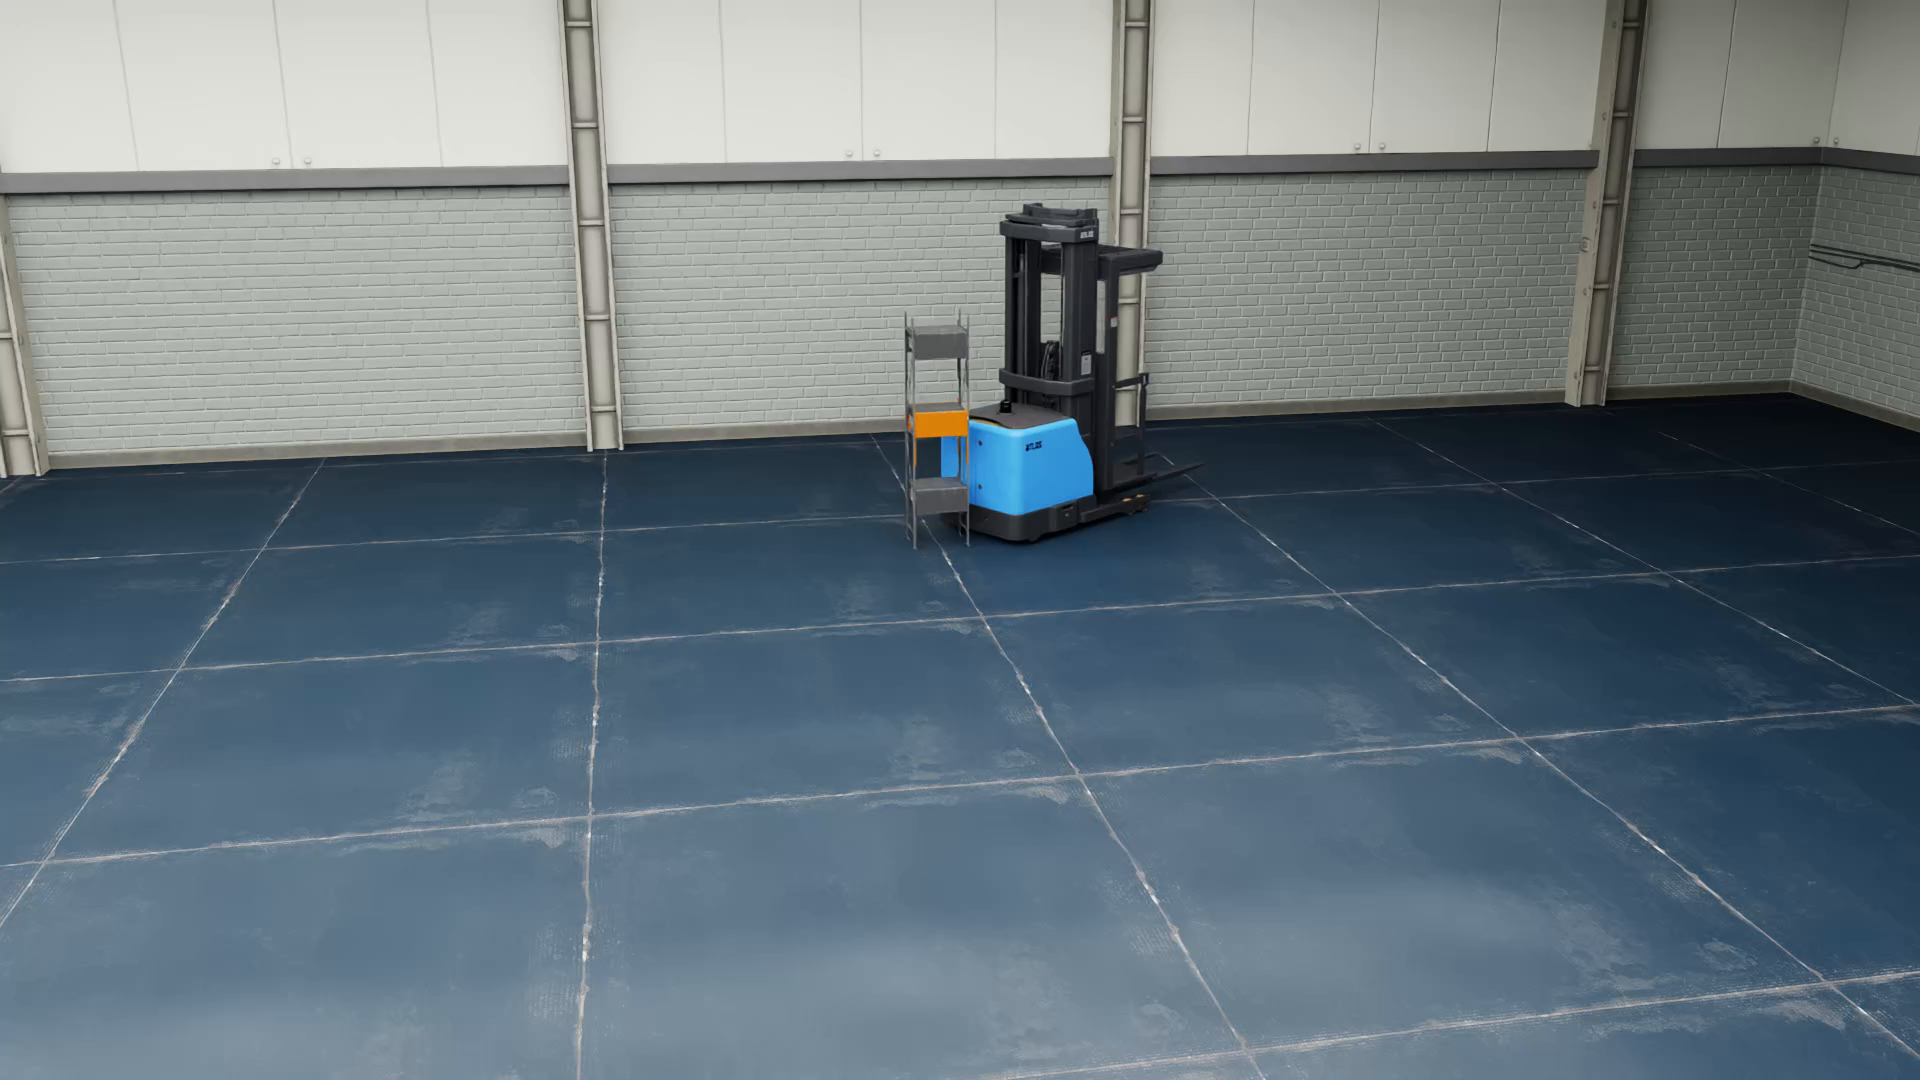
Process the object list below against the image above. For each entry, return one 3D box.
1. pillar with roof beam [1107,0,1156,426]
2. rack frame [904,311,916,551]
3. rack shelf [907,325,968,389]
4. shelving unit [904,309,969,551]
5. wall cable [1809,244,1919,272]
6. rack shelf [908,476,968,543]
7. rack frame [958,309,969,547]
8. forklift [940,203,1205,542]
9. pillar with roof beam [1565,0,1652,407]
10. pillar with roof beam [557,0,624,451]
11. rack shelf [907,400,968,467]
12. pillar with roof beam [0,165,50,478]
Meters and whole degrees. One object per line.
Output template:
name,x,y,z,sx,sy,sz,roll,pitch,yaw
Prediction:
pillar with roof beam,2.739,-4.436,14.367,0.400,9.000,9.100,-3,17,-10
rack frame,-0.444,-0.966,14.818,0.015,2.100,0.400,-4,17,-11
rack shelf,-0.205,-1.637,14.664,0.480,0.518,0.431,-4,17,-11
shelving unit,-0.205,-0.980,14.866,0.503,2.100,0.431,-4,17,-11
wall cable,10.956,-4.310,19.244,0.112,2.526,3.097,-3,17,-10
rack shelf,-0.205,-0.298,15.075,0.480,0.518,0.431,-4,17,-11
rack frame,0.033,-0.995,14.914,0.015,2.100,0.400,-4,17,-11
forklift,1.209,-1.733,15.901,3.031,2.935,1.130,-16,23,-42
pillar with roof beam,8.630,-4.770,15.455,0.400,9.000,9.100,-3,17,-10
pillar with roof beam,-3.152,-4.102,13.279,0.400,9.000,9.100,-3,17,-10
rack shelf,-0.205,-0.967,14.870,0.480,0.518,0.431,-4,17,-11
pillar with roof beam,-9.043,-3.768,12.191,0.400,9.000,9.100,-3,17,-10
